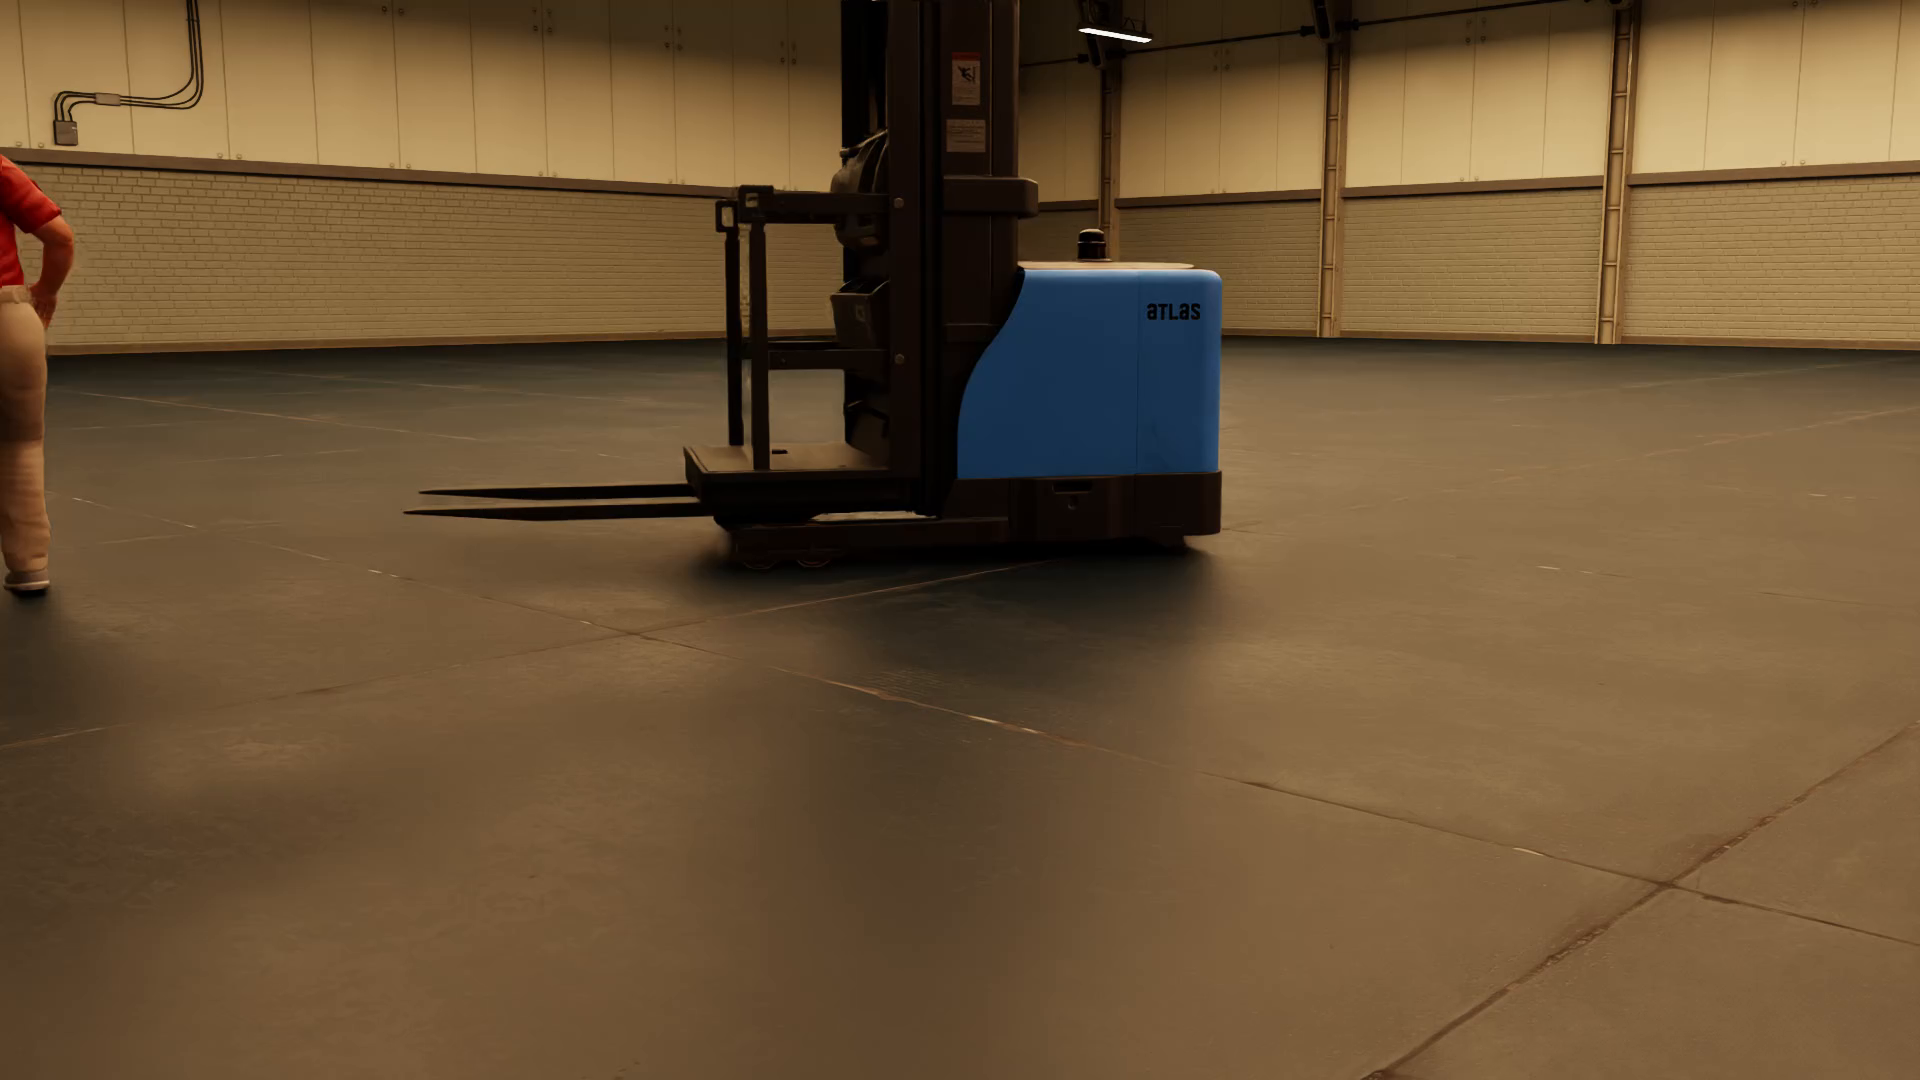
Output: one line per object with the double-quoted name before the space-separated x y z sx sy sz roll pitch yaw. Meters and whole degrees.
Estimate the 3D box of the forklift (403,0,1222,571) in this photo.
"forklift" -0.565 -1.426 6.341 3.031 2.935 1.130 -2 9 -13

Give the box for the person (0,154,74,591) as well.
"person" -3.235 -0.626 5.302 0.754 1.685 0.515 -5 10 -32
